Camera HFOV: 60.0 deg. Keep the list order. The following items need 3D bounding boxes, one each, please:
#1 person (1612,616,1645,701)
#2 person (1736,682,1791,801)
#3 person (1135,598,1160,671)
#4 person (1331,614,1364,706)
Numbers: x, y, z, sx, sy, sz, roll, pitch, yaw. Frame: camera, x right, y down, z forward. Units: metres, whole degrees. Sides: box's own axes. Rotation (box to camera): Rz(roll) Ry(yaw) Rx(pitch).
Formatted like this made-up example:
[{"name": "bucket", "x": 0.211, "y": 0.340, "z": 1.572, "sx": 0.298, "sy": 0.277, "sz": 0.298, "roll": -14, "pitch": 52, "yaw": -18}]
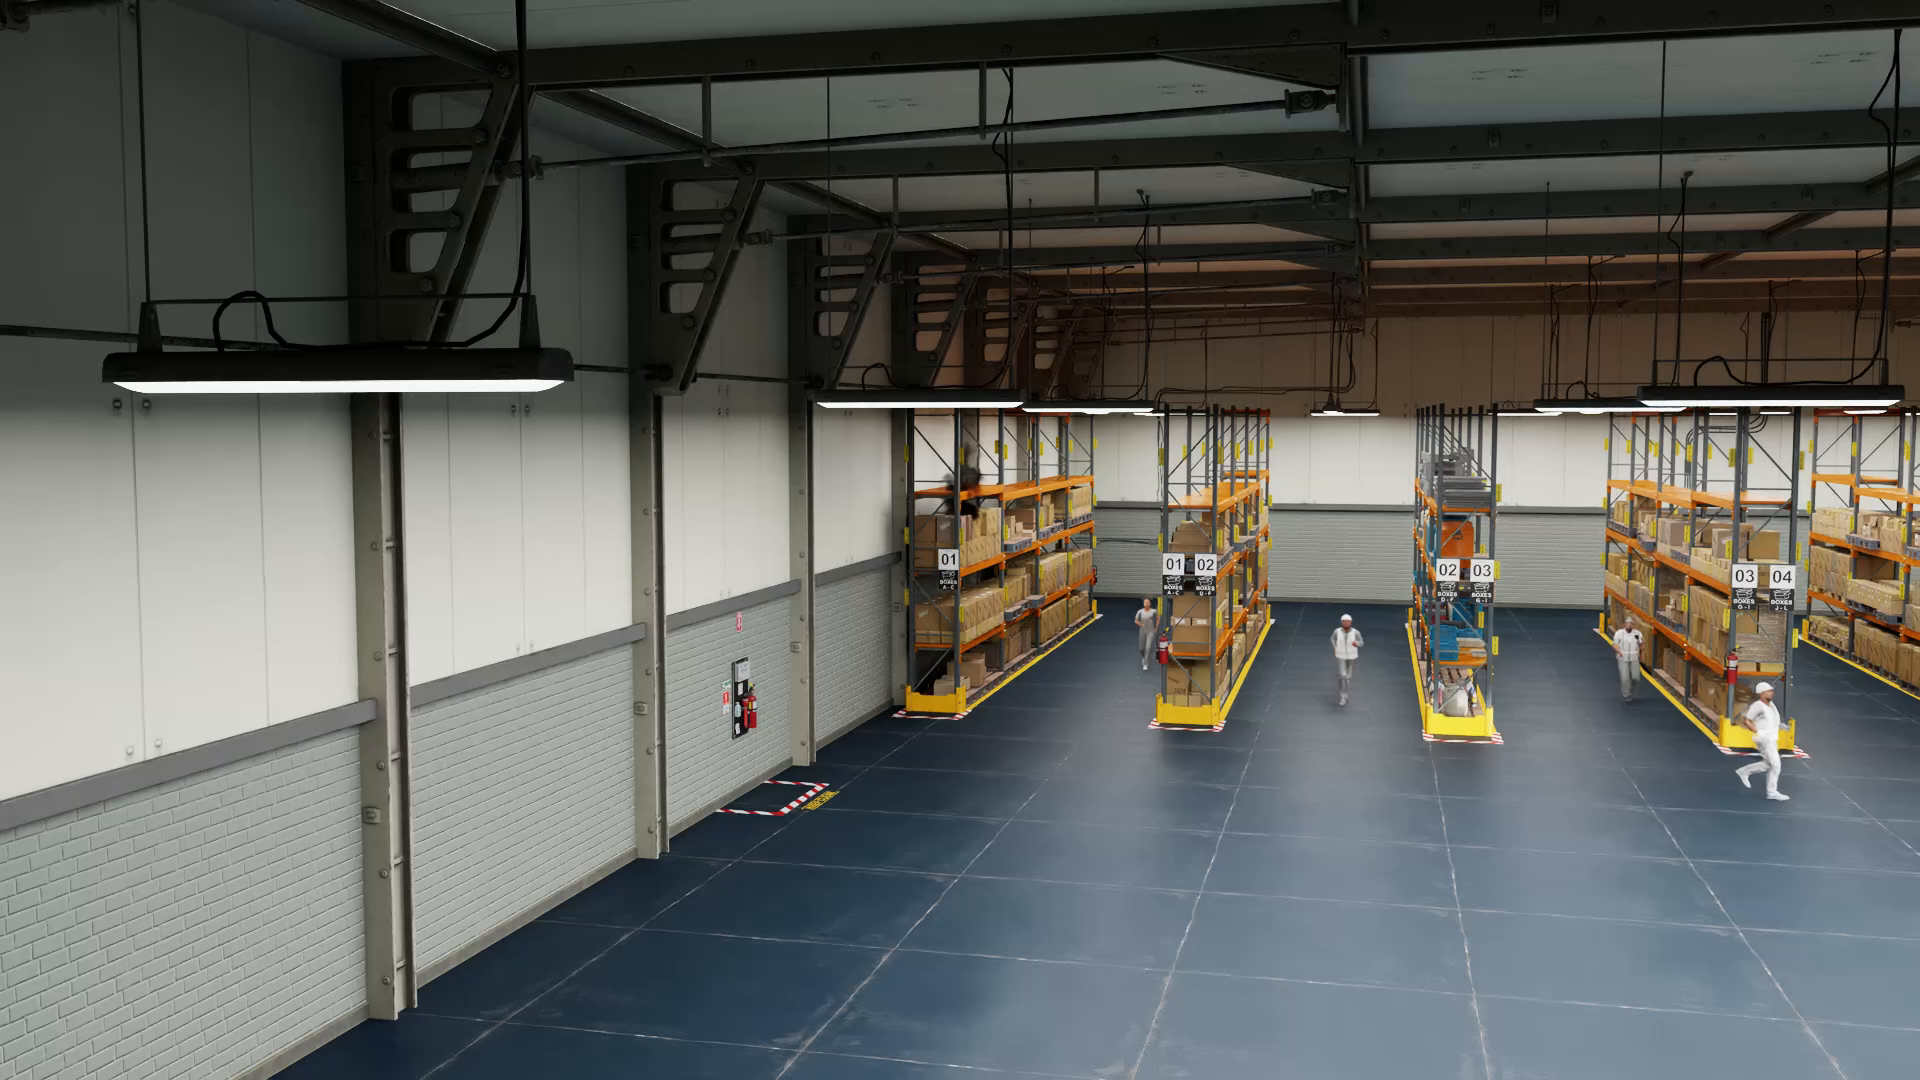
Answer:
[{"name": "person", "x": 13.518, "y": 2.400, "z": 33.596, "sx": 0.638, "sy": 1.736, "sz": 0.586, "roll": 1, "pitch": 4, "yaw": 16}, {"name": "person", "x": 12.128, "y": 3.022, "z": 25.115, "sx": 0.696, "sy": 1.750, "sz": 0.818, "roll": -4, "pitch": 6, "yaw": -43}, {"name": "person", "x": 4.280, "y": 2.128, "z": 38.034, "sx": 0.570, "sy": 1.641, "sz": 0.772, "roll": 1, "pitch": 4, "yaw": 10}, {"name": "person", "x": 7.812, "y": 2.405, "z": 33.535, "sx": 0.630, "sy": 1.837, "sz": 0.789, "roll": 1, "pitch": 4, "yaw": 7}]
